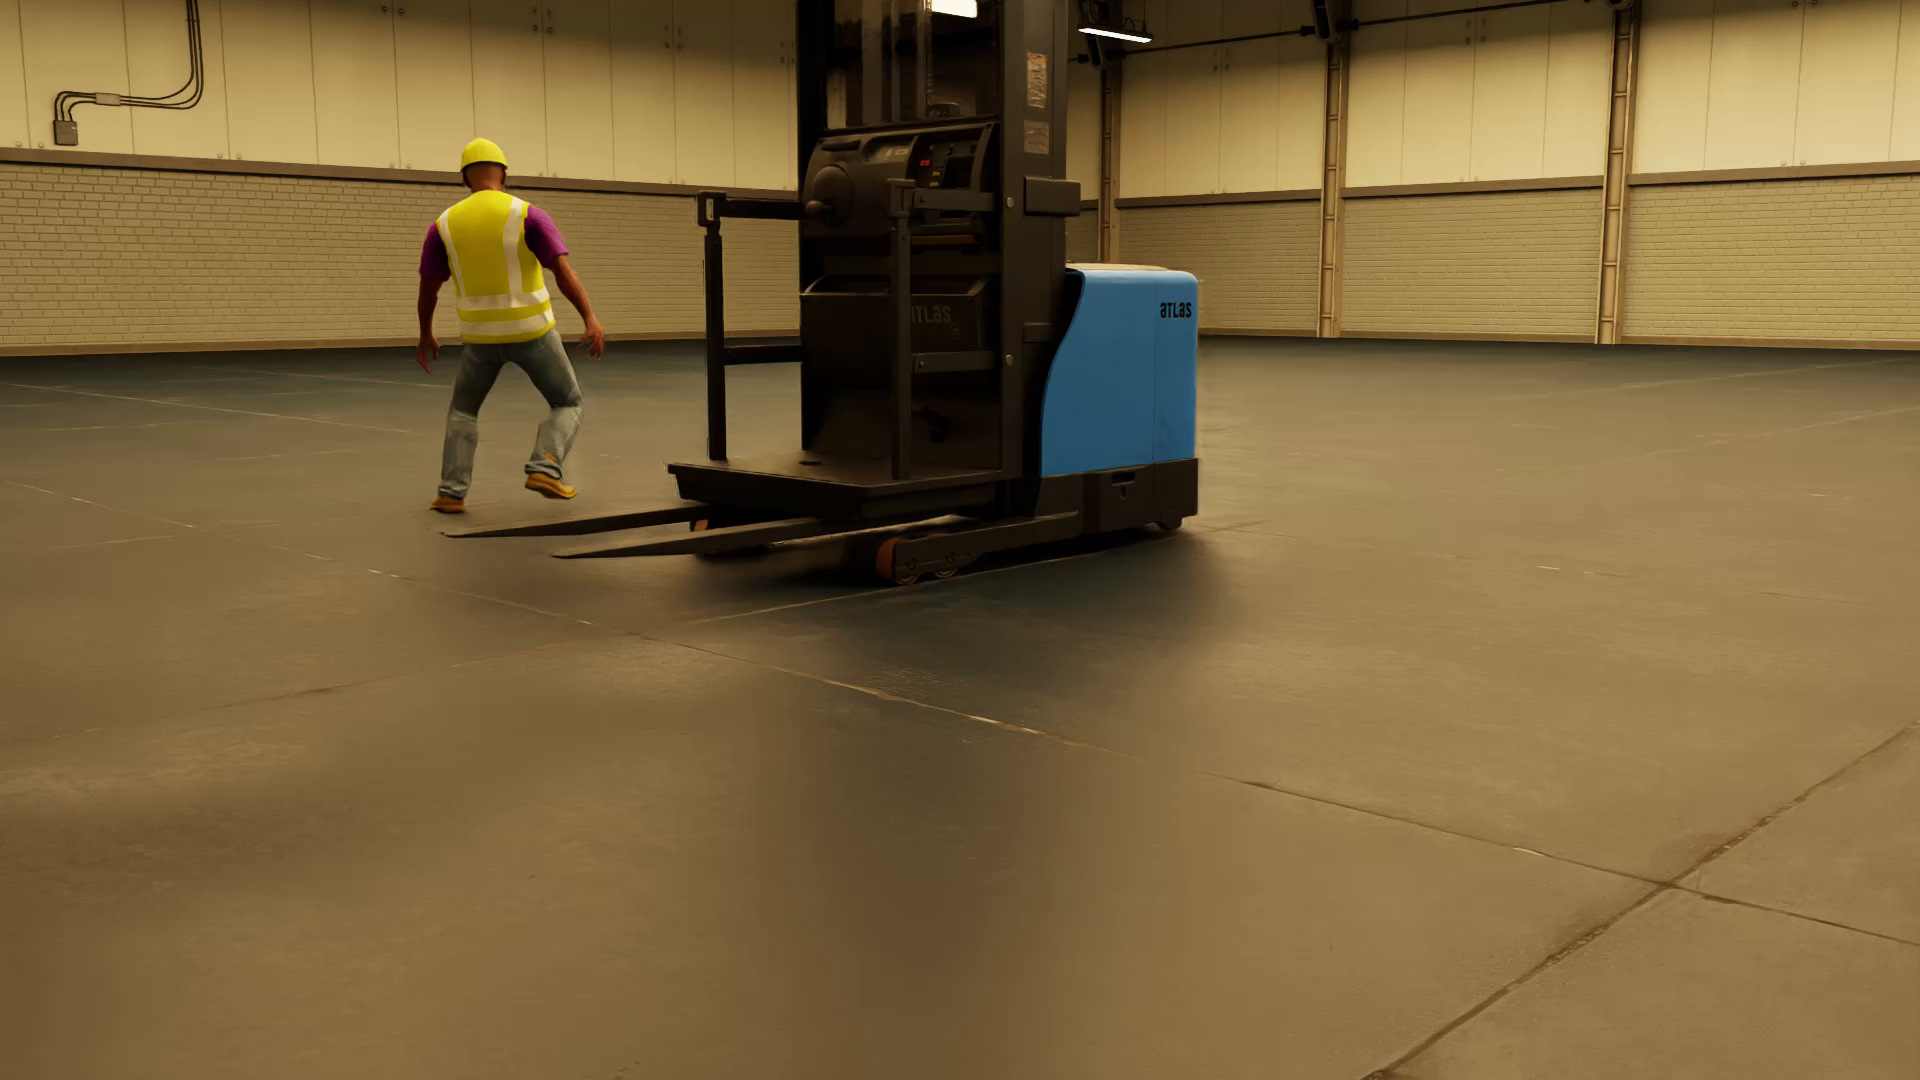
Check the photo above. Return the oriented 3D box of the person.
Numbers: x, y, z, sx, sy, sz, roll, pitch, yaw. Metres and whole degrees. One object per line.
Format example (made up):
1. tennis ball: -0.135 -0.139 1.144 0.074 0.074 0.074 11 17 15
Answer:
1. person: -2.042 -0.968 7.551 0.947 1.679 0.493 2 9 10

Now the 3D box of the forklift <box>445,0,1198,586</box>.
1. forklift: -0.381 -1.378 6.023 1.130 2.935 3.031 8 12 42
